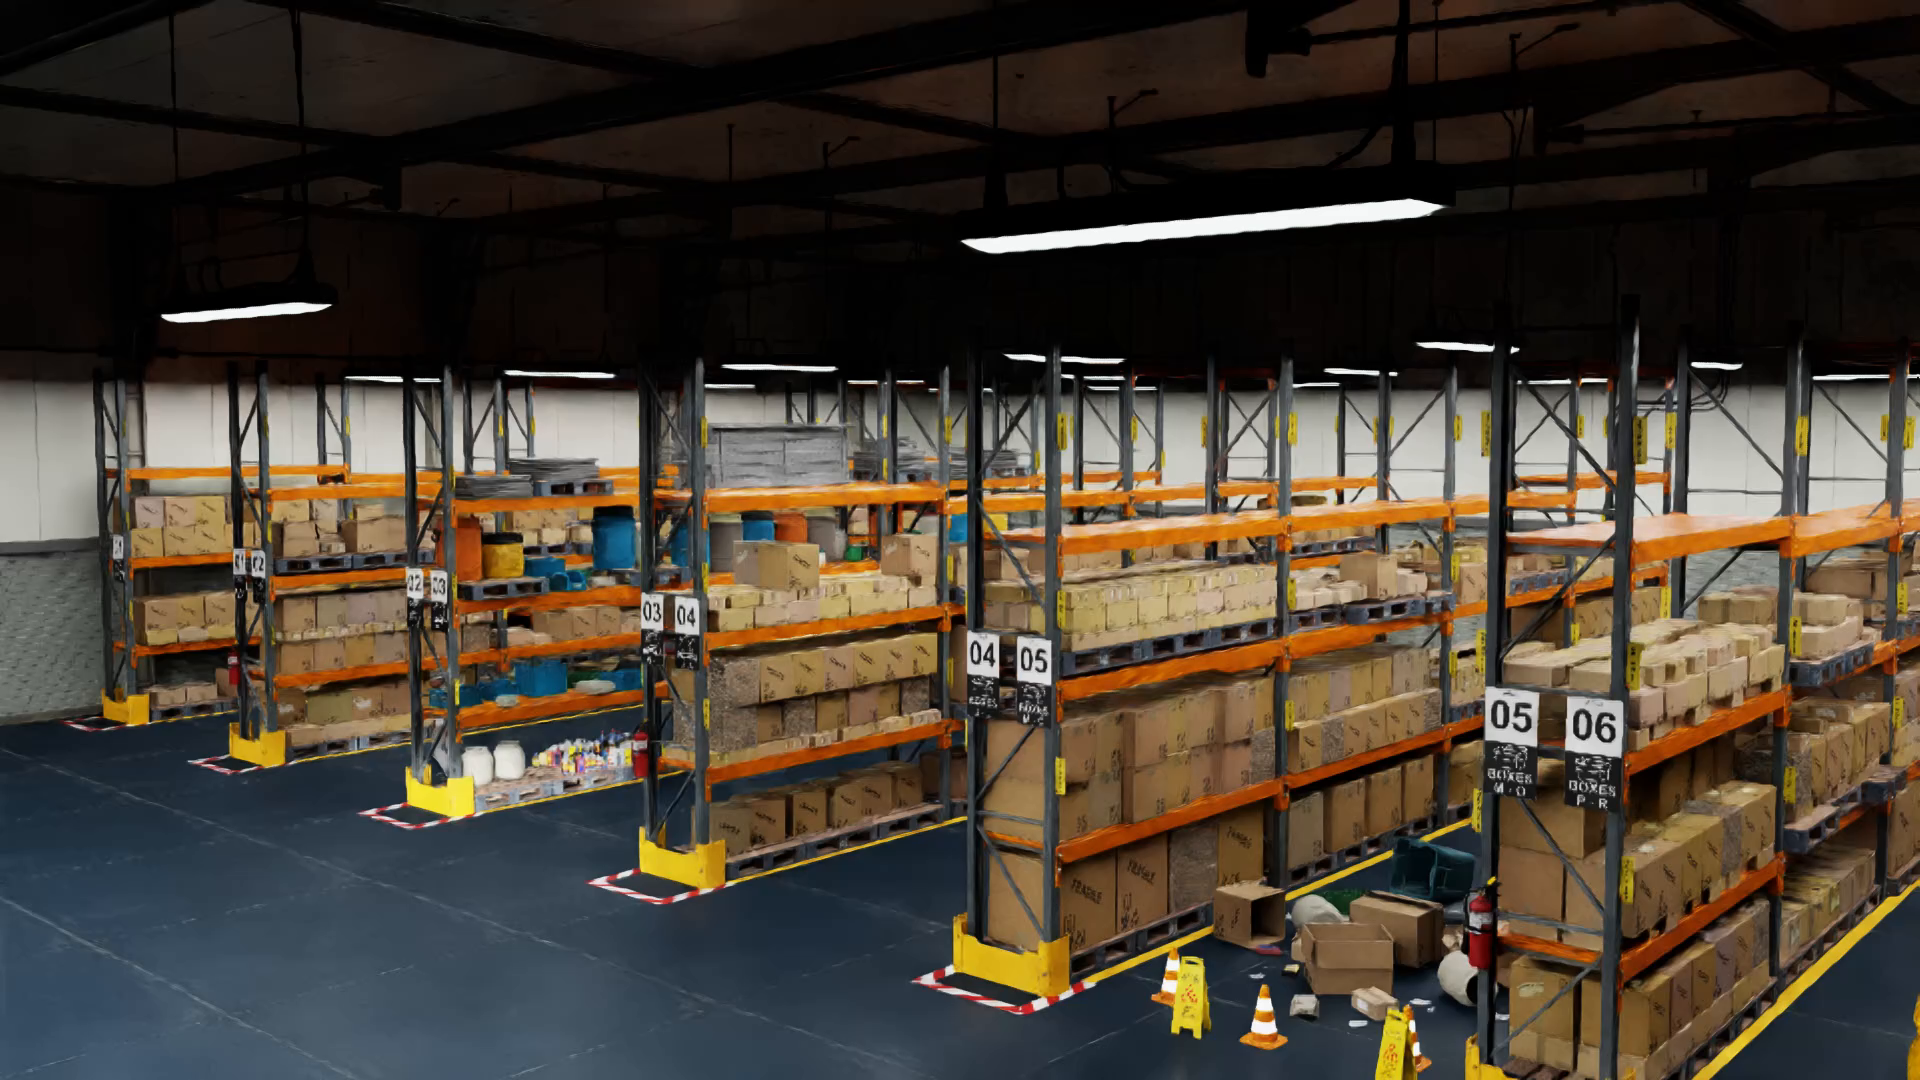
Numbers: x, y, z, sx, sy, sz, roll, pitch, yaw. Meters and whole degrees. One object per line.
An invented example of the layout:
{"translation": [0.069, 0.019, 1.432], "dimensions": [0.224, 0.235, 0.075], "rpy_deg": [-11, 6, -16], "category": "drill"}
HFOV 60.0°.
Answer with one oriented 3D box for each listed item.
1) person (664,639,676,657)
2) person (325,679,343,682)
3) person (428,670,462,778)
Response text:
{"translation": [-6.004, 1.677, 35.563], "dimensions": [0.601, 1.694, 1.187], "rpy_deg": [3, 5, 39], "category": "person"}
{"translation": [-10.424, 2.317, 27.698], "dimensions": [0.445, 1.590, 1.106], "rpy_deg": [3, 5, 39], "category": "person"}
{"translation": [-7.302, 2.624, 23.620], "dimensions": [0.571, 1.625, 0.526], "rpy_deg": [3, 5, 40], "category": "person"}
